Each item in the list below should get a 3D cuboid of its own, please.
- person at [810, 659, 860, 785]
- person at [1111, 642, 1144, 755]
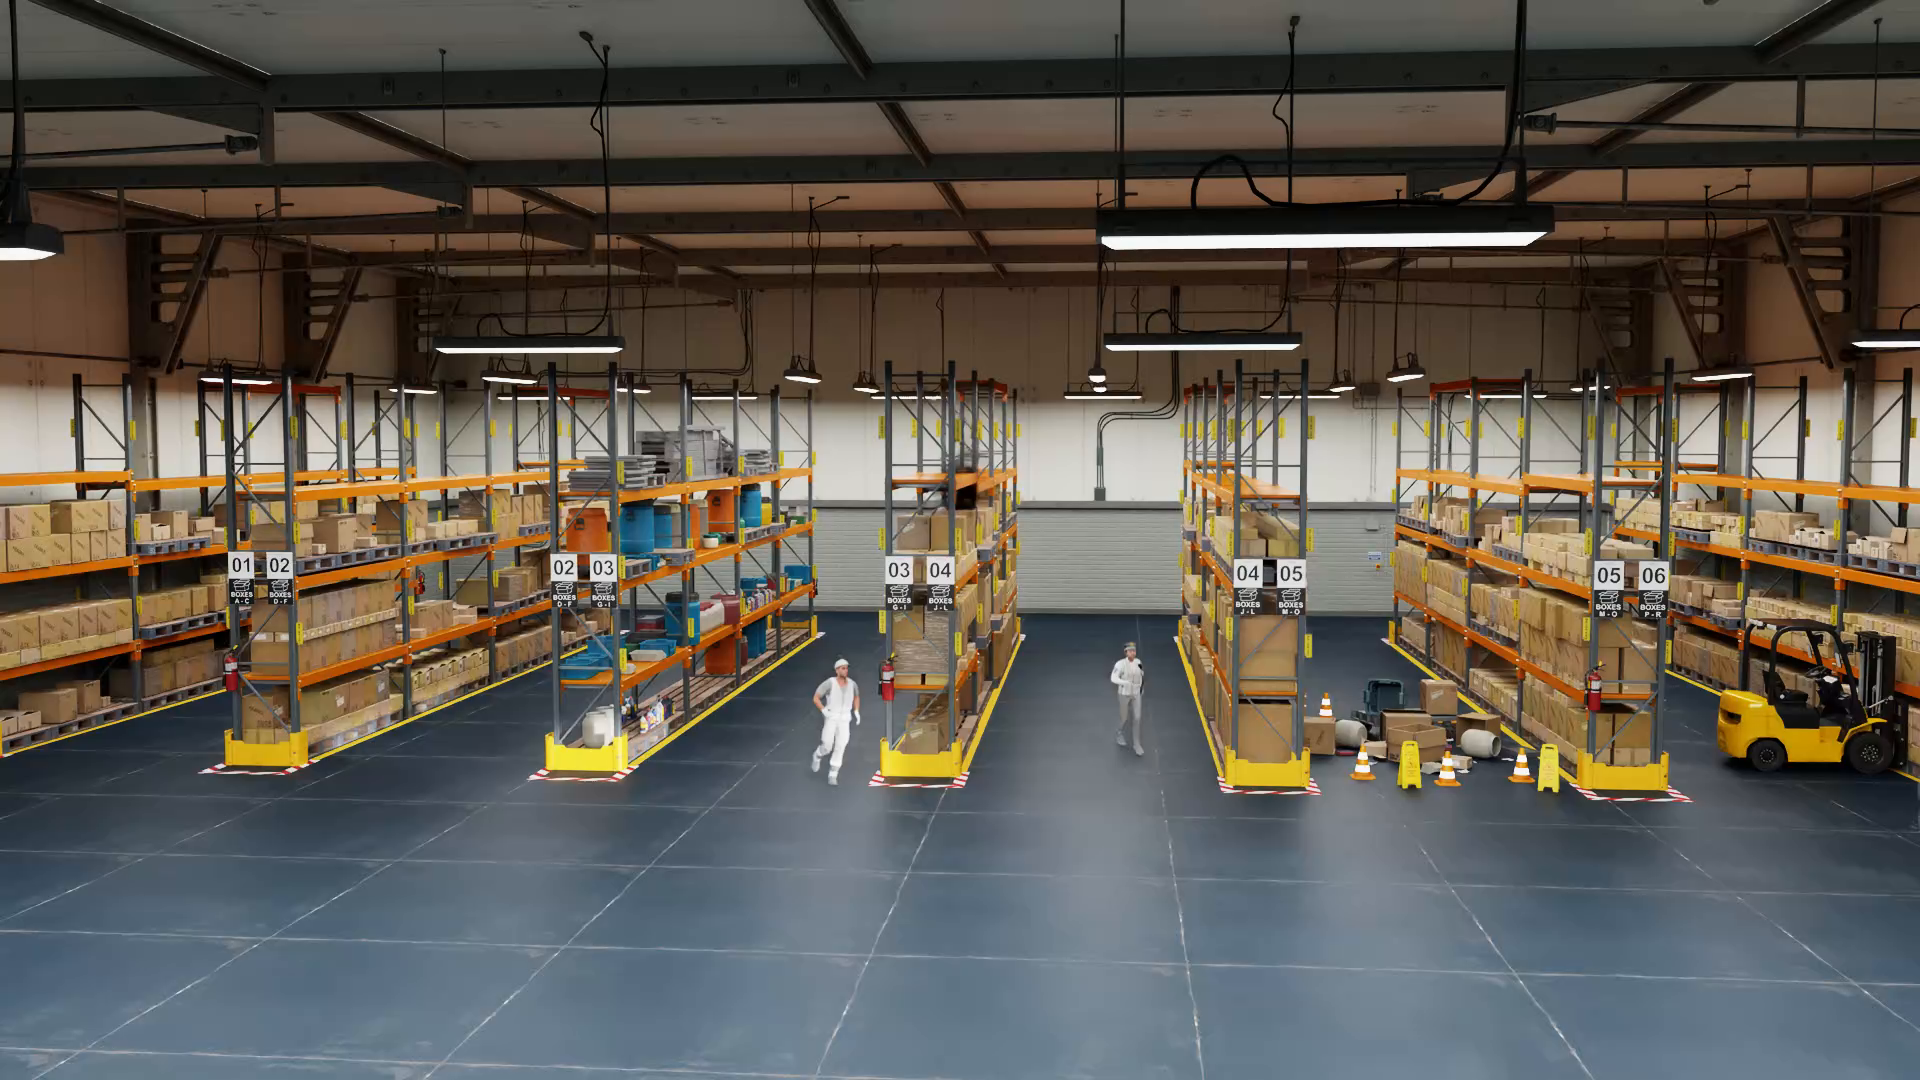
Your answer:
[{"bbox_3d":[-1.729,2.570,23.738,0.718,1.735,0.865,-2,4,-23],"label":"person"},{"bbox_3d":[2.633,2.435,25.964,0.603,1.707,0.885,-1,4,-11],"label":"person"}]
